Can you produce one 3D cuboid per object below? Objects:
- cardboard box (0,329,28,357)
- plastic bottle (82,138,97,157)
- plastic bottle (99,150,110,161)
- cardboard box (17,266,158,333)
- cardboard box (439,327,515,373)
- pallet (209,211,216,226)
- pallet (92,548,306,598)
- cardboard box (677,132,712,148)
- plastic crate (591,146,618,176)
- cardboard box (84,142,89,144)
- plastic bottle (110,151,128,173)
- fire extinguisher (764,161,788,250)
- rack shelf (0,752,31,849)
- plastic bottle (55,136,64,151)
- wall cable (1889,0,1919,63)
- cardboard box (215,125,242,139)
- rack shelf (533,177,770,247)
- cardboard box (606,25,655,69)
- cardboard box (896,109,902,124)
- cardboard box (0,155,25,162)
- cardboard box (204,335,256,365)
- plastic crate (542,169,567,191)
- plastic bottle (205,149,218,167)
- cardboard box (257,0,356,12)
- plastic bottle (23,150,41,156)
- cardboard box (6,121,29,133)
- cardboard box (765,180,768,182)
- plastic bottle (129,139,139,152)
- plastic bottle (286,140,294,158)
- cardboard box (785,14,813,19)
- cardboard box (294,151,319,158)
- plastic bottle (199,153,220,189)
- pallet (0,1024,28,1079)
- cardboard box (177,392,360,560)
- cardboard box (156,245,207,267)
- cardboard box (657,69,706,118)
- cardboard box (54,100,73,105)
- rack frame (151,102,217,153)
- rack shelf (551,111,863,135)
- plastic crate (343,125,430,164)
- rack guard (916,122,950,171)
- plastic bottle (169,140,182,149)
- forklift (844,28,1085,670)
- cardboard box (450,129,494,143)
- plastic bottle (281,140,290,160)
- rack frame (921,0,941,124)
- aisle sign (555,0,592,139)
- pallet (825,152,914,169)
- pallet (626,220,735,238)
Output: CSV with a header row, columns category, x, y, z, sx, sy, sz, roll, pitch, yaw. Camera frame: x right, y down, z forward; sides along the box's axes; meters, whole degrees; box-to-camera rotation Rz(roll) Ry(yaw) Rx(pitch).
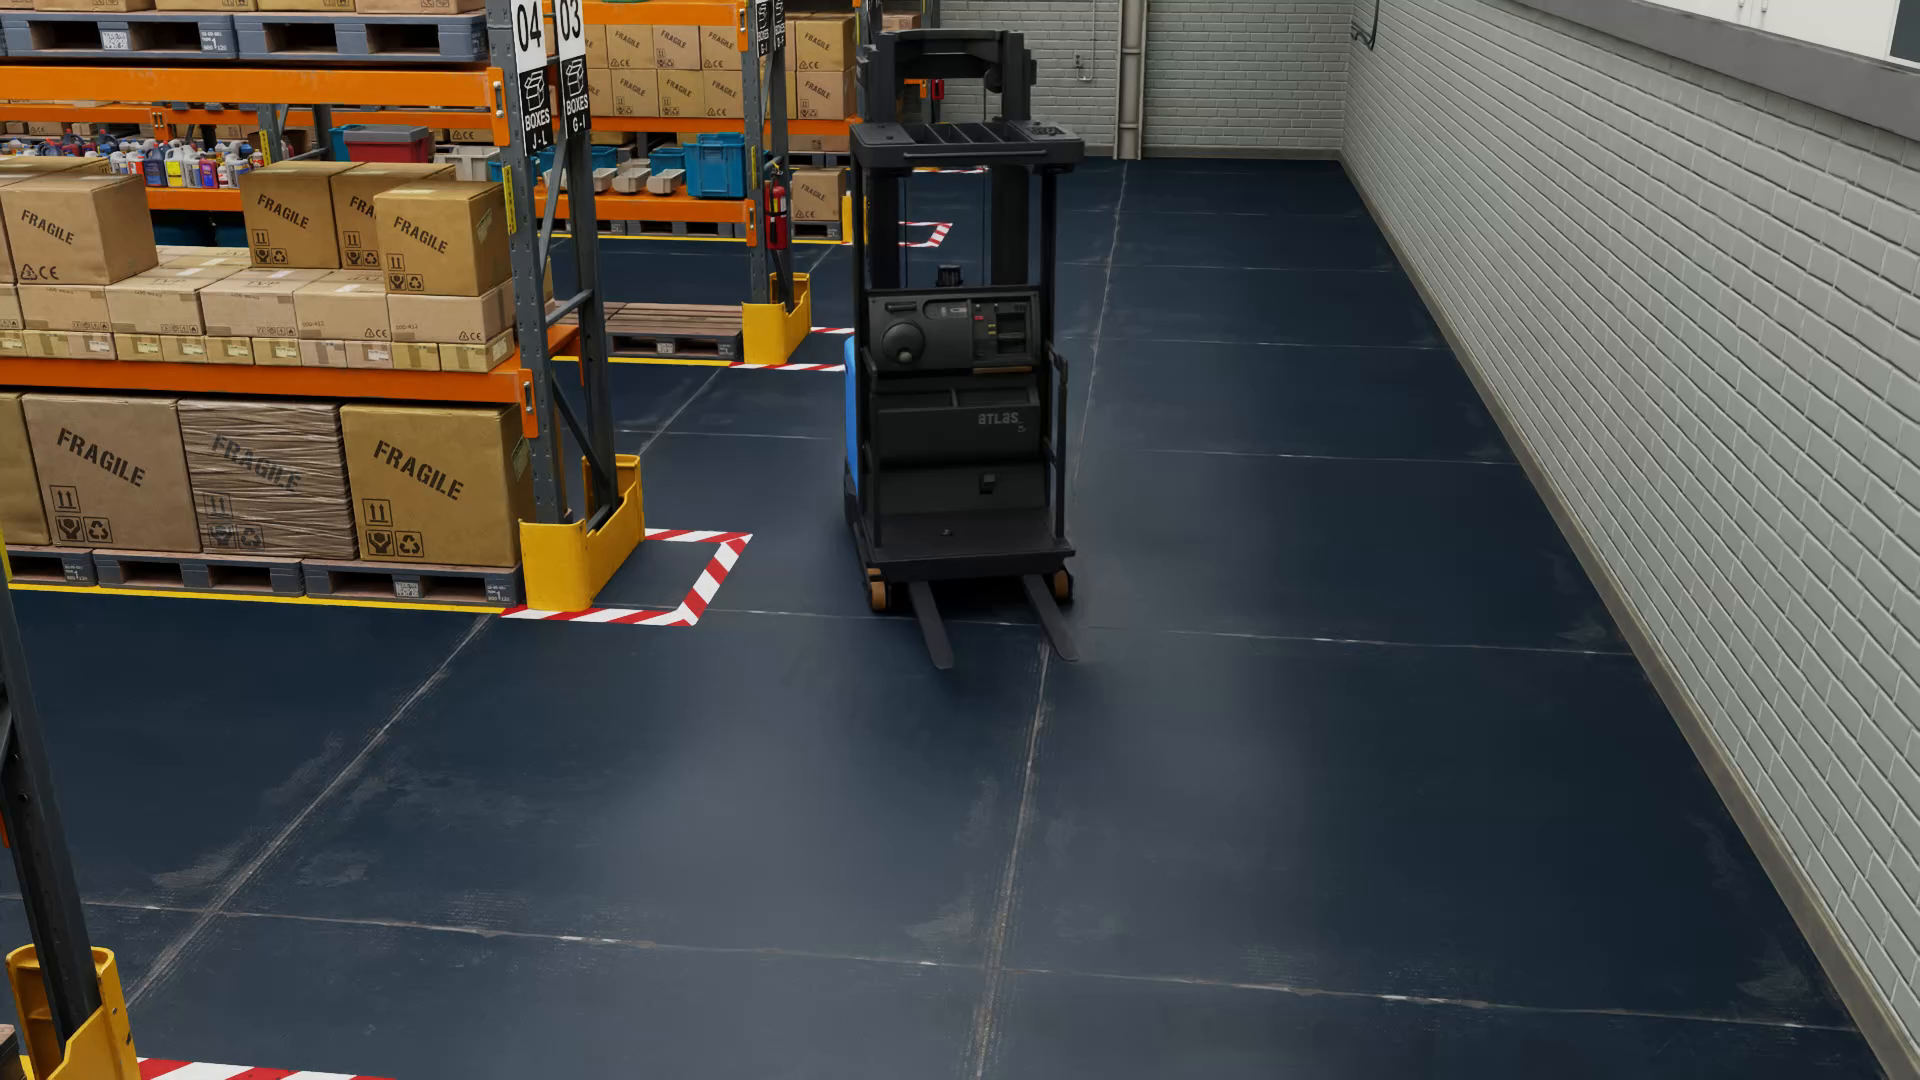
category,x,y,z,sx,sy,sz,roll,pitch,yaw
cardboard box,-5.076,-1.114,9.018,0.250,0.149,0.380,2,22,5
plastic bottle,-7.608,-3.378,14.563,0.133,0.283,0.061,2,22,6
plastic bottle,-7.192,-3.145,13.991,0.097,0.271,0.097,0,22,0
cardboard box,-4.670,-1.307,8.965,0.500,0.250,0.500,3,22,8
cardboard box,-2.535,-1.003,8.739,0.250,0.149,0.380,3,22,7
pallet,-8.180,-3.845,19.378,1.213,0.211,1.003,2,22,6
pallet,-4.154,0.012,9.622,1.213,0.211,1.003,2,22,6
cardboard box,-3.635,-5.786,23.325,0.500,0.500,0.700,3,22,7
plastic crate,-3.073,-3.171,14.027,0.300,0.233,0.416,2,22,6
cardboard box,-10.431,-4.538,19.743,0.500,0.311,0.500,2,22,5
plastic bottle,-6.958,-3.091,13.847,0.135,0.276,0.152,2,22,6
fire extinguisher,-1.463,-2.651,13.179,0.183,0.674,0.296,2,22,6
rack shelf,-4.812,0.830,4.740,4.000,0.370,1.077,2,22,6
plastic bottle,-7.917,-3.414,14.654,0.133,0.283,0.061,2,22,6
wall cable,3.067,-4.008,3.462,0.120,5.999,2.277,2,22,6
cardboard box,-10.556,-6.145,24.205,0.500,0.500,0.700,3,22,7
rack shelf,-3.545,-2.785,13.883,4.000,0.370,1.077,2,22,6
cardboard box,-3.487,-5.358,17.918,0.500,0.500,0.500,2,22,5
cardboard box,-1.100,-5.677,23.048,0.500,0.500,0.700,2,22,6
cardboard box,-5.626,-1.893,9.428,0.500,0.500,0.500,3,22,8
cardboard box,-3.807,-1.058,8.878,0.250,0.149,0.380,3,22,6
plastic crate,-3.252,-2.935,13.560,0.250,0.136,0.298,2,22,6
plastic bottle,-6.518,-3.308,14.498,0.097,0.201,0.097,0,22,0
cardboard box,-3.210,-2.979,8.473,0.500,0.500,0.700,2,22,4
plastic bottle,-7.735,-3.125,13.933,0.135,0.276,0.152,2,22,6
cardboard box,-13.896,-6.125,24.632,0.250,0.149,0.380,1,22,2
cardboard box,-2.472,-3.938,18.962,0.500,0.250,0.500,2,22,6
plastic bottle,-7.208,-3.371,14.561,0.097,0.271,0.097,0,22,0
plastic bottle,-5.845,-3.324,14.426,0.133,0.283,0.061,2,22,6
cardboard box,-1.902,-5.488,18.246,0.500,0.500,0.500,3,22,7
cardboard box,-7.447,-4.253,19.418,0.500,0.500,0.500,2,22,4
plastic bottle,-6.196,-3.044,13.719,0.133,0.283,0.061,2,22,6
pallet,-3.704,1.827,5.031,1.213,0.211,1.003,2,22,6
cardboard box,-3.691,-0.470,9.367,0.875,0.875,0.875,2,22,6
cardboard box,-4.624,-1.500,9.453,0.500,0.250,0.500,3,22,7
cardboard box,-2.960,-4.875,18.054,0.500,0.500,0.500,2,22,6
cardboard box,-10.190,-5.106,19.116,0.250,0.149,0.380,4,22,10
rack frame,-8.917,-5.188,18.982,0.127,3.000,1.000,2,22,6
rack shelf,-2.959,-4.594,18.457,4.000,0.370,1.077,2,22,6
plastic crate,-4.674,-3.134,13.618,0.583,0.464,0.402,2,22,6
rack guard,-0.370,-5.487,23.138,0.348,0.500,1.175,2,22,6
plastic bottle,-6.866,-3.348,14.497,0.135,0.276,0.152,2,22,6
forklift,0.008,-1.119,8.783,1.130,2.935,3.031,-3,22,-8
cardboard box,-6.754,-6.072,23.572,0.750,0.750,0.750,2,22,6
plastic bottle,-5.883,-3.319,14.321,0.185,0.351,0.144,2,22,6
rack frame,-0.393,-6.650,22.681,0.127,3.000,1.000,2,22,6
aisle sign,-2.035,-2.540,8.749,0.004,0.787,0.394,2,22,6
pallet,-1.197,-5.360,23.209,1.213,0.211,1.003,2,22,6
pallet,-3.048,-3.636,18.850,1.213,0.211,1.003,2,22,6
